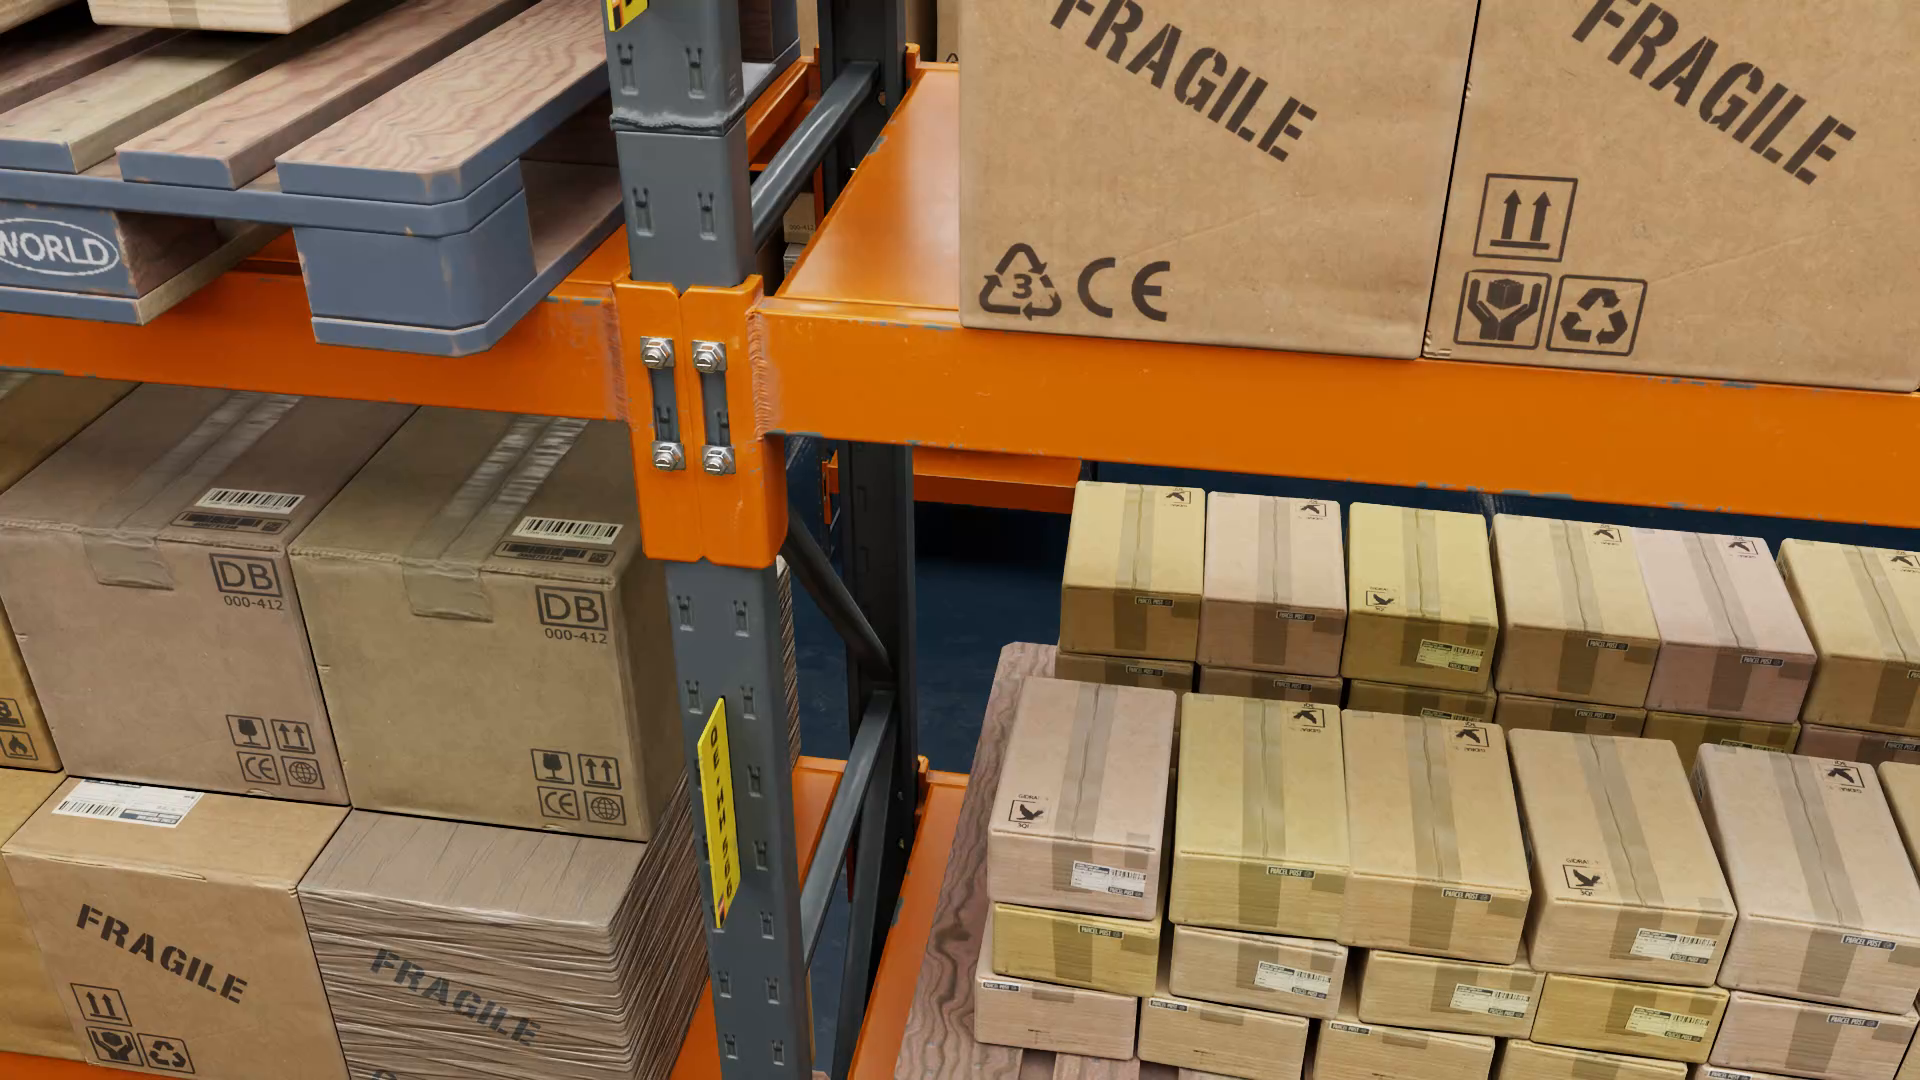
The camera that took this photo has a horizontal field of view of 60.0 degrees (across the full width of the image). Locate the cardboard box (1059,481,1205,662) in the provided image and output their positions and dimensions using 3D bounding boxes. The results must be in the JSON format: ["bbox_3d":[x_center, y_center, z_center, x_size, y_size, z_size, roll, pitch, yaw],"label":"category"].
[{"bbox_3d":[0.328,0.052,3.121,0.250,0.149,0.380,4,32,6],"label":"cardboard box"}]

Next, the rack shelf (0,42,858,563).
[{"bbox_3d":[-2.204,-0.574,2.690,4.000,0.370,1.077,5,32,8],"label":"rack shelf"}]

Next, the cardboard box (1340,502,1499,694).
[{"bbox_3d":[0.833,0.099,3.046,0.250,0.149,0.380,6,33,10],"label":"cardboard box"}]

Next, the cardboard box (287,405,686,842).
[{"bbox_3d":[-0.673,0.060,2.791,0.500,0.500,0.700,5,32,8],"label":"cardboard box"}]

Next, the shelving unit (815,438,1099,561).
[{"bbox_3d":[0.007,-0.476,6.451,1.048,1.125,0.538,5,32,8],"label":"shelving unit"}]

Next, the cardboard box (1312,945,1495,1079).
[{"bbox_3d":[0.705,0.693,2.656,0.250,0.149,0.380,7,33,11],"label":"cardboard box"}]

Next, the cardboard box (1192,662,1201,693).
[{"bbox_3d":[0.576,0.327,3.242,0.250,0.149,0.380,5,32,8],"label":"cardboard box"}]

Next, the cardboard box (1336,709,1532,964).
[{"bbox_3d":[0.697,0.437,2.505,0.250,0.149,0.380,5,32,8],"label":"cardboard box"}]

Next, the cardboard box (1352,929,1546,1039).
[{"bbox_3d":[0.742,0.567,2.577,0.250,0.149,0.380,4,32,7],"label":"cardboard box"}]

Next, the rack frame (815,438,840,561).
[{"bbox_3d":[-0.494,-0.522,6.523,0.032,1.125,0.500,5,32,8],"label":"rack frame"}]

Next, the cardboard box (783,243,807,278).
[{"bbox_3d":[-0.511,-1.233,7.834,0.500,0.500,0.700,3,32,4],"label":"cardboard box"}]

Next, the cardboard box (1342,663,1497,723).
[{"bbox_3d":[0.854,0.225,3.124,0.250,0.149,0.380,6,33,9],"label":"cardboard box"}]

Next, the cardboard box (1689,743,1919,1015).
[{"bbox_3d":[1.225,0.484,2.430,0.250,0.149,0.380,7,33,10],"label":"cardboard box"}]

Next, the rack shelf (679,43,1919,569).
[{"bbox_3d":[1.739,-0.217,2.120,4.000,0.370,1.077,5,32,8],"label":"rack shelf"}]

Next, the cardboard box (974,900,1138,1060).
[{"bbox_3d":[0.175,0.645,2.733,0.250,0.149,0.380,5,32,8],"label":"cardboard box"}]

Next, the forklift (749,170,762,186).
[{"bbox_3d":[-0.722,-2.952,8.703,3.031,2.935,1.130,5,32,9],"label":"forklift"}]

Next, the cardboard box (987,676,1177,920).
[{"bbox_3d":[0.195,0.391,2.579,0.250,0.149,0.380,5,32,8],"label":"cardboard box"}]

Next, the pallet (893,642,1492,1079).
[{"bbox_3d":[0.488,0.661,3.048,1.003,0.211,1.213,5,32,8],"label":"pallet"}]

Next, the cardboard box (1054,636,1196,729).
[{"bbox_3d":[0.331,0.180,3.196,0.250,0.149,0.380,6,33,9],"label":"cardboard box"}]

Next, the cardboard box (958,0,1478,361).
[{"bbox_3d":[0.286,-0.552,1.884,0.500,0.500,0.500,5,32,8],"label":"cardboard box"}]

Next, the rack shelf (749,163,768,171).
[{"bbox_3d":[-1.270,-1.887,7.616,4.000,0.370,1.077,5,32,8],"label":"rack shelf"}]

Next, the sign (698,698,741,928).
[{"bbox_3d":[-0.323,0.371,2.239,0.005,0.325,0.100,5,32,8],"label":"sign"}]

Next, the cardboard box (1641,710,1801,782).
[{"bbox_3d":[1.346,0.271,3.051,0.250,0.149,0.380,5,32,8],"label":"cardboard box"}]

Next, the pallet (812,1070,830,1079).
[{"bbox_3d":[-0.997,1.644,3.925,1.213,0.211,1.003,5,32,8],"label":"pallet"}]

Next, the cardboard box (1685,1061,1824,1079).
[{"bbox_3d":[1.234,0.739,2.583,0.250,0.149,0.380,6,33,10],"label":"cardboard box"}]

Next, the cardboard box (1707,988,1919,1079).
[{"bbox_3d":[1.236,0.612,2.505,0.250,0.149,0.380,5,32,8],"label":"cardboard box"}]

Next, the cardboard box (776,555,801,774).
[{"bbox_3d":[-0.630,0.348,3.273,0.500,0.500,0.500,6,32,9],"label":"cardboard box"}]

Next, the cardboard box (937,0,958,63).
[{"bbox_3d":[0.163,-2.261,7.046,0.500,0.500,0.500,1,32,2],"label":"cardboard box"}]

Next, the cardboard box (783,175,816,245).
[{"bbox_3d":[-0.488,-1.545,7.625,0.500,0.250,0.500,9,33,14],"label":"cardboard box"}]

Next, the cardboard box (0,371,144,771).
[{"bbox_3d":[-1.678,-0.029,2.933,0.500,0.500,0.700,5,32,7],"label":"cardboard box"}]

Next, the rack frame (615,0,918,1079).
[{"bbox_3d":[-0.232,0.571,3.010,0.127,3.000,1.000,5,32,8],"label":"rack frame"}]

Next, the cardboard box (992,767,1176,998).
[{"bbox_3d":[0.210,0.522,2.650,0.250,0.149,0.380,7,33,10],"label":"cardboard box"}]

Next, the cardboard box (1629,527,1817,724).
[{"bbox_3d":[1.334,0.145,2.971,0.250,0.149,0.380,5,32,8],"label":"cardboard box"}]

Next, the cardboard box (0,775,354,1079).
[{"bbox_3d":[-1.213,0.584,2.896,0.500,0.500,0.500,5,32,8],"label":"cardboard box"}]
